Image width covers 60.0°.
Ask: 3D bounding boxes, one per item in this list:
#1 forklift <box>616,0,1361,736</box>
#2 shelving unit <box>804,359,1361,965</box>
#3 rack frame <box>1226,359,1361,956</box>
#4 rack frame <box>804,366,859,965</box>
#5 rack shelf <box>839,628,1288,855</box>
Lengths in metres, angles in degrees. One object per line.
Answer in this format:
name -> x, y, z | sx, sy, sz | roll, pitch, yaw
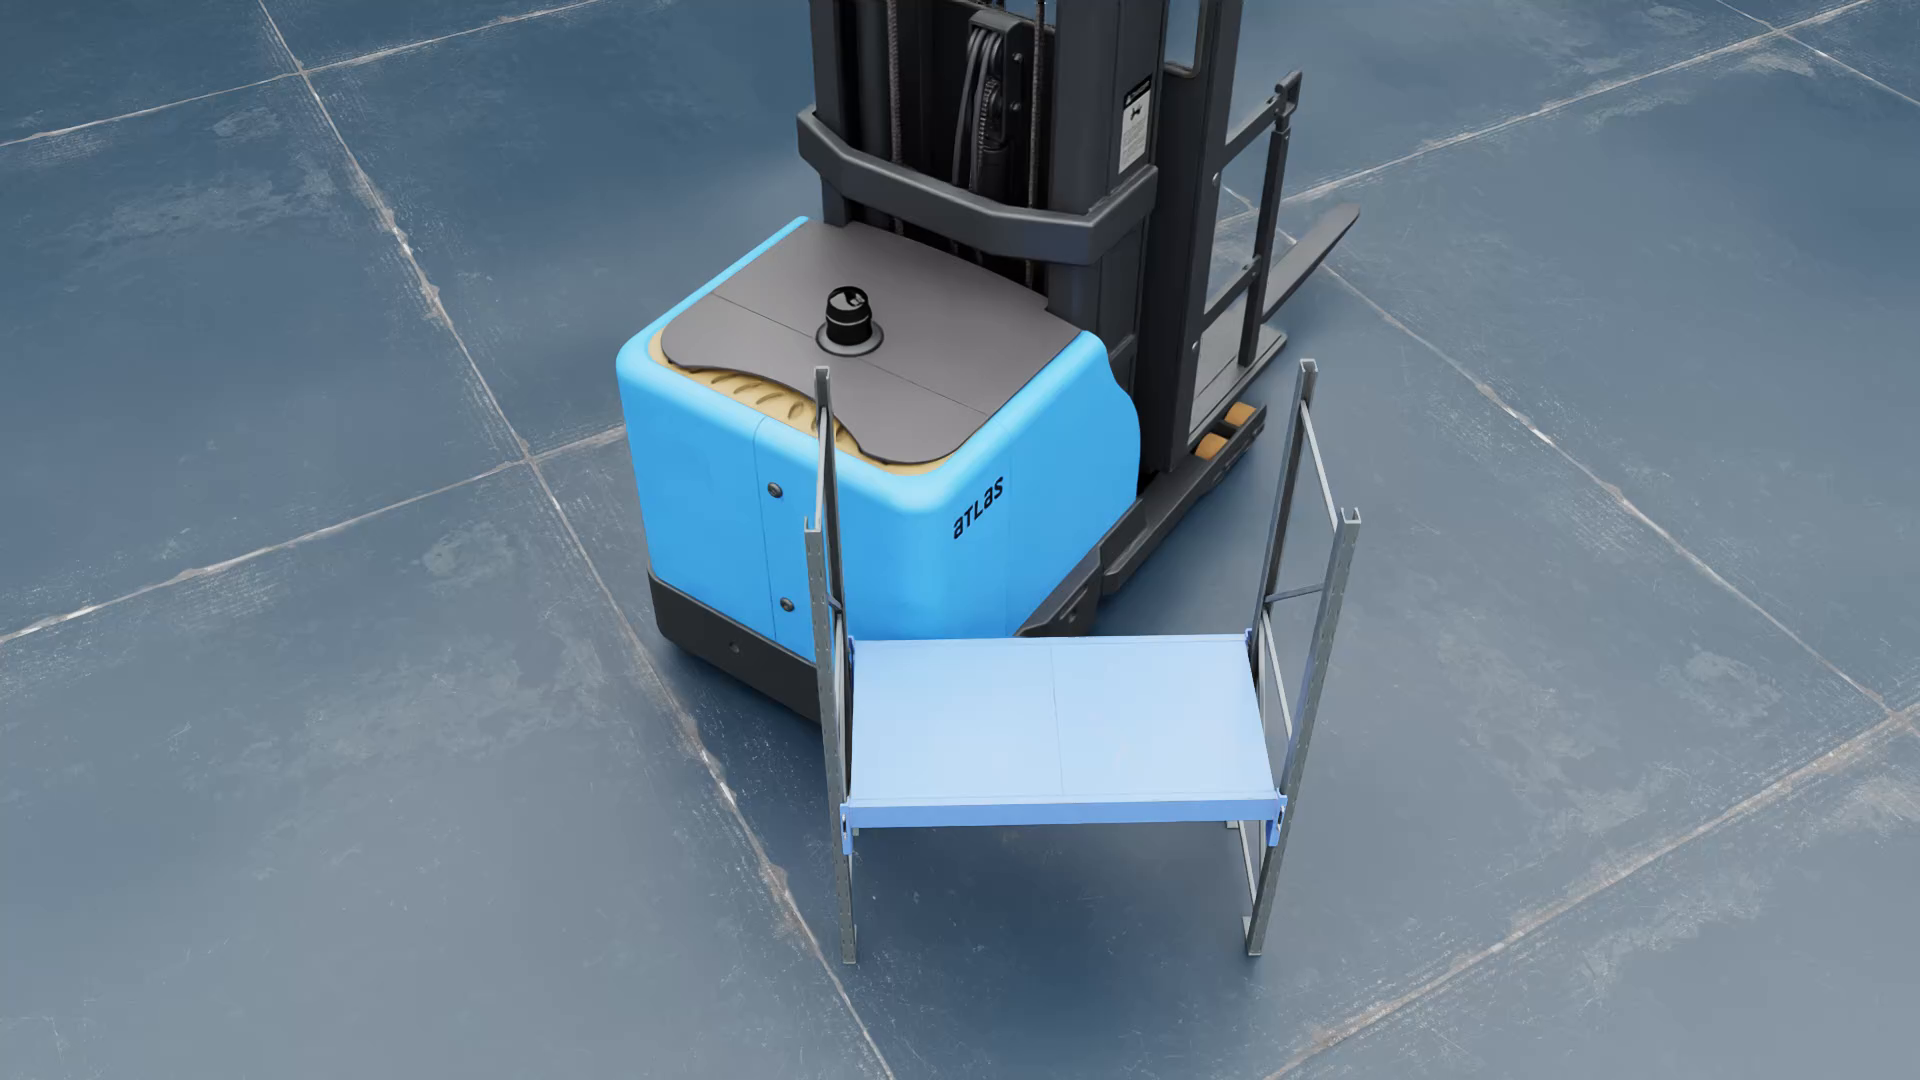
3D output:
forklift -> 0.360, -1.408, 4.597 | 1.130, 2.935, 3.031 | 26, 50, 24
shelving unit -> 0.226, 0.341, 3.822 | 1.048, 1.500, 0.538 | -1, 44, -1
rack frame -> 0.734, 0.332, 3.831 | 0.032, 1.500, 0.500 | -1, 44, -1
rack frame -> -0.282, 0.349, 3.813 | 0.032, 1.500, 0.500 | -1, 44, -1
rack shelf -> 0.226, 0.470, 3.947 | 1.000, 0.185, 0.538 | -1, 44, -1
